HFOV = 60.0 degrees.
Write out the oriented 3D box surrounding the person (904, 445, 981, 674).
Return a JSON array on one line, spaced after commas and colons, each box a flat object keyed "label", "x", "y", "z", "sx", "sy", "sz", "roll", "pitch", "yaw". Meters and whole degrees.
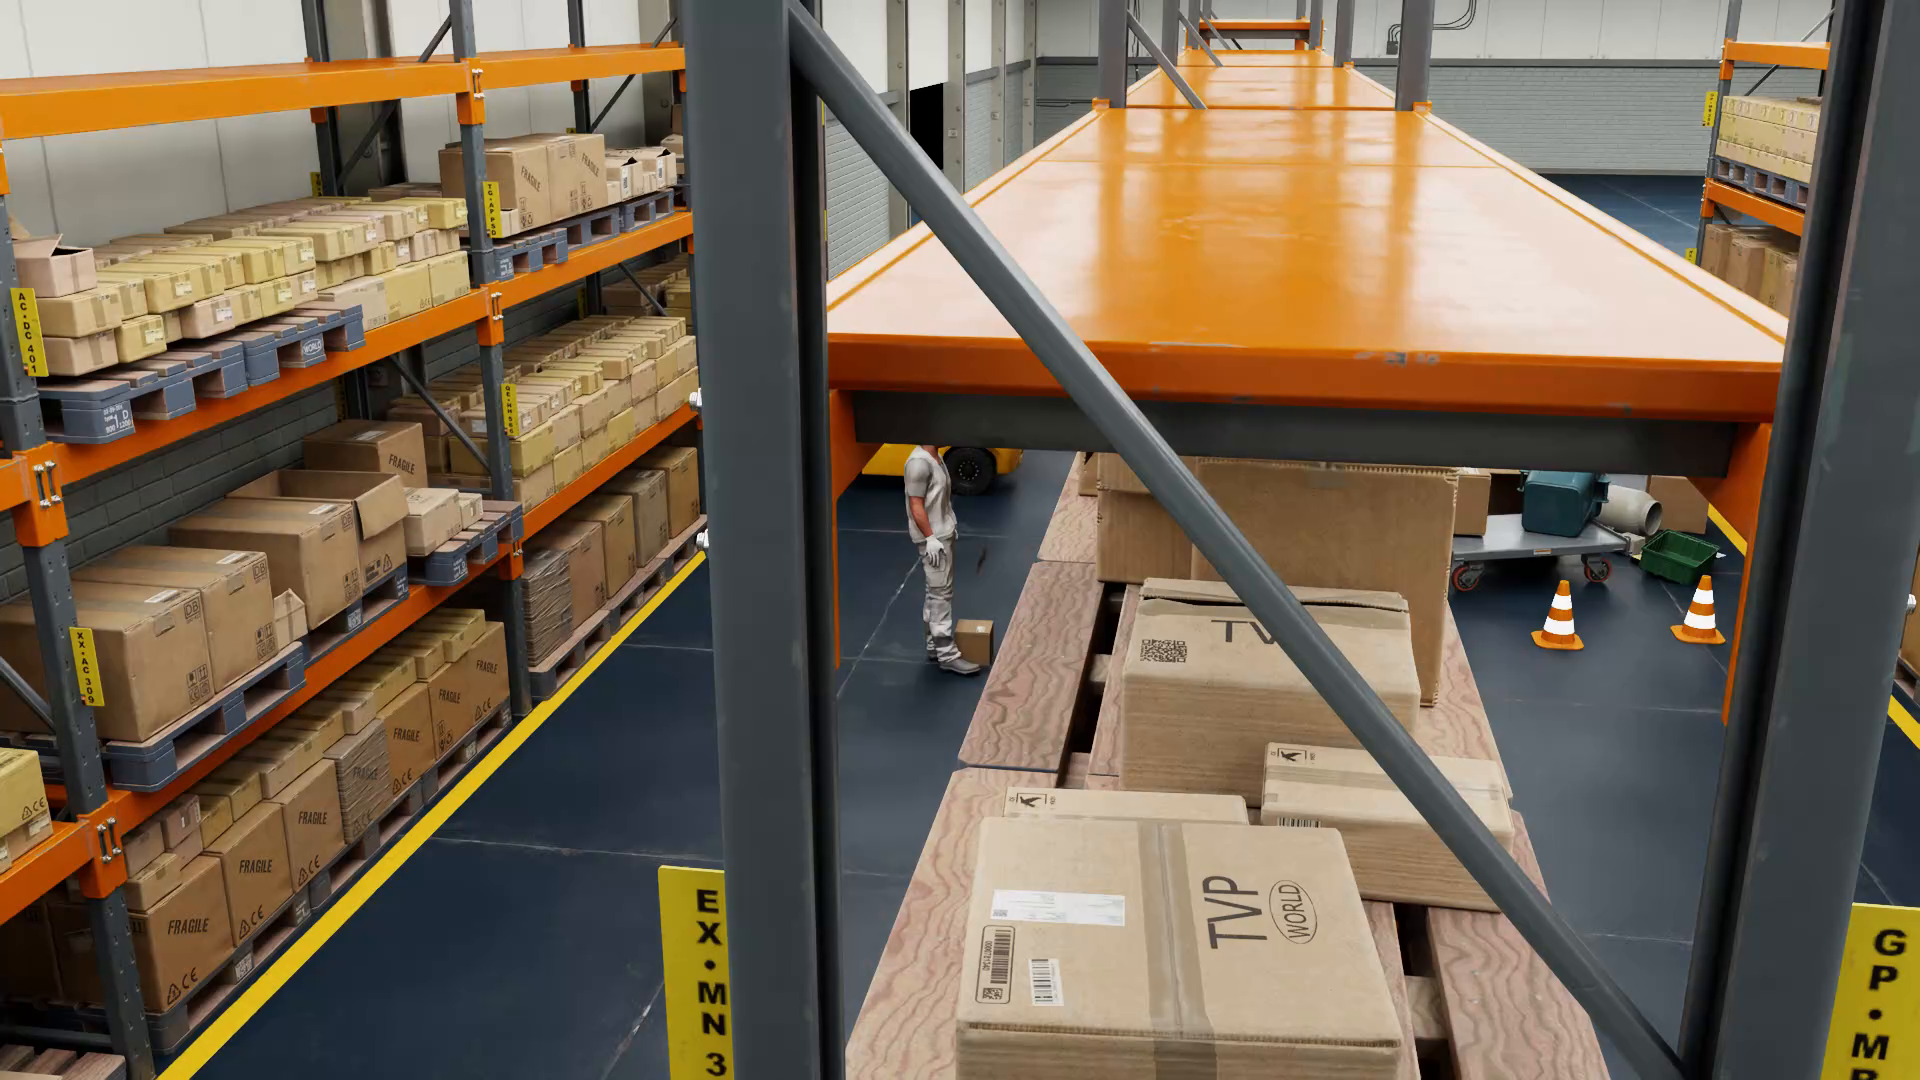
[{"label": "person", "x": -0.095, "y": -0.013, "z": 11.522, "sx": 0.562, "sy": 1.790, "sz": 0.637, "roll": 3, "pitch": 18, "yaw": 9}]
